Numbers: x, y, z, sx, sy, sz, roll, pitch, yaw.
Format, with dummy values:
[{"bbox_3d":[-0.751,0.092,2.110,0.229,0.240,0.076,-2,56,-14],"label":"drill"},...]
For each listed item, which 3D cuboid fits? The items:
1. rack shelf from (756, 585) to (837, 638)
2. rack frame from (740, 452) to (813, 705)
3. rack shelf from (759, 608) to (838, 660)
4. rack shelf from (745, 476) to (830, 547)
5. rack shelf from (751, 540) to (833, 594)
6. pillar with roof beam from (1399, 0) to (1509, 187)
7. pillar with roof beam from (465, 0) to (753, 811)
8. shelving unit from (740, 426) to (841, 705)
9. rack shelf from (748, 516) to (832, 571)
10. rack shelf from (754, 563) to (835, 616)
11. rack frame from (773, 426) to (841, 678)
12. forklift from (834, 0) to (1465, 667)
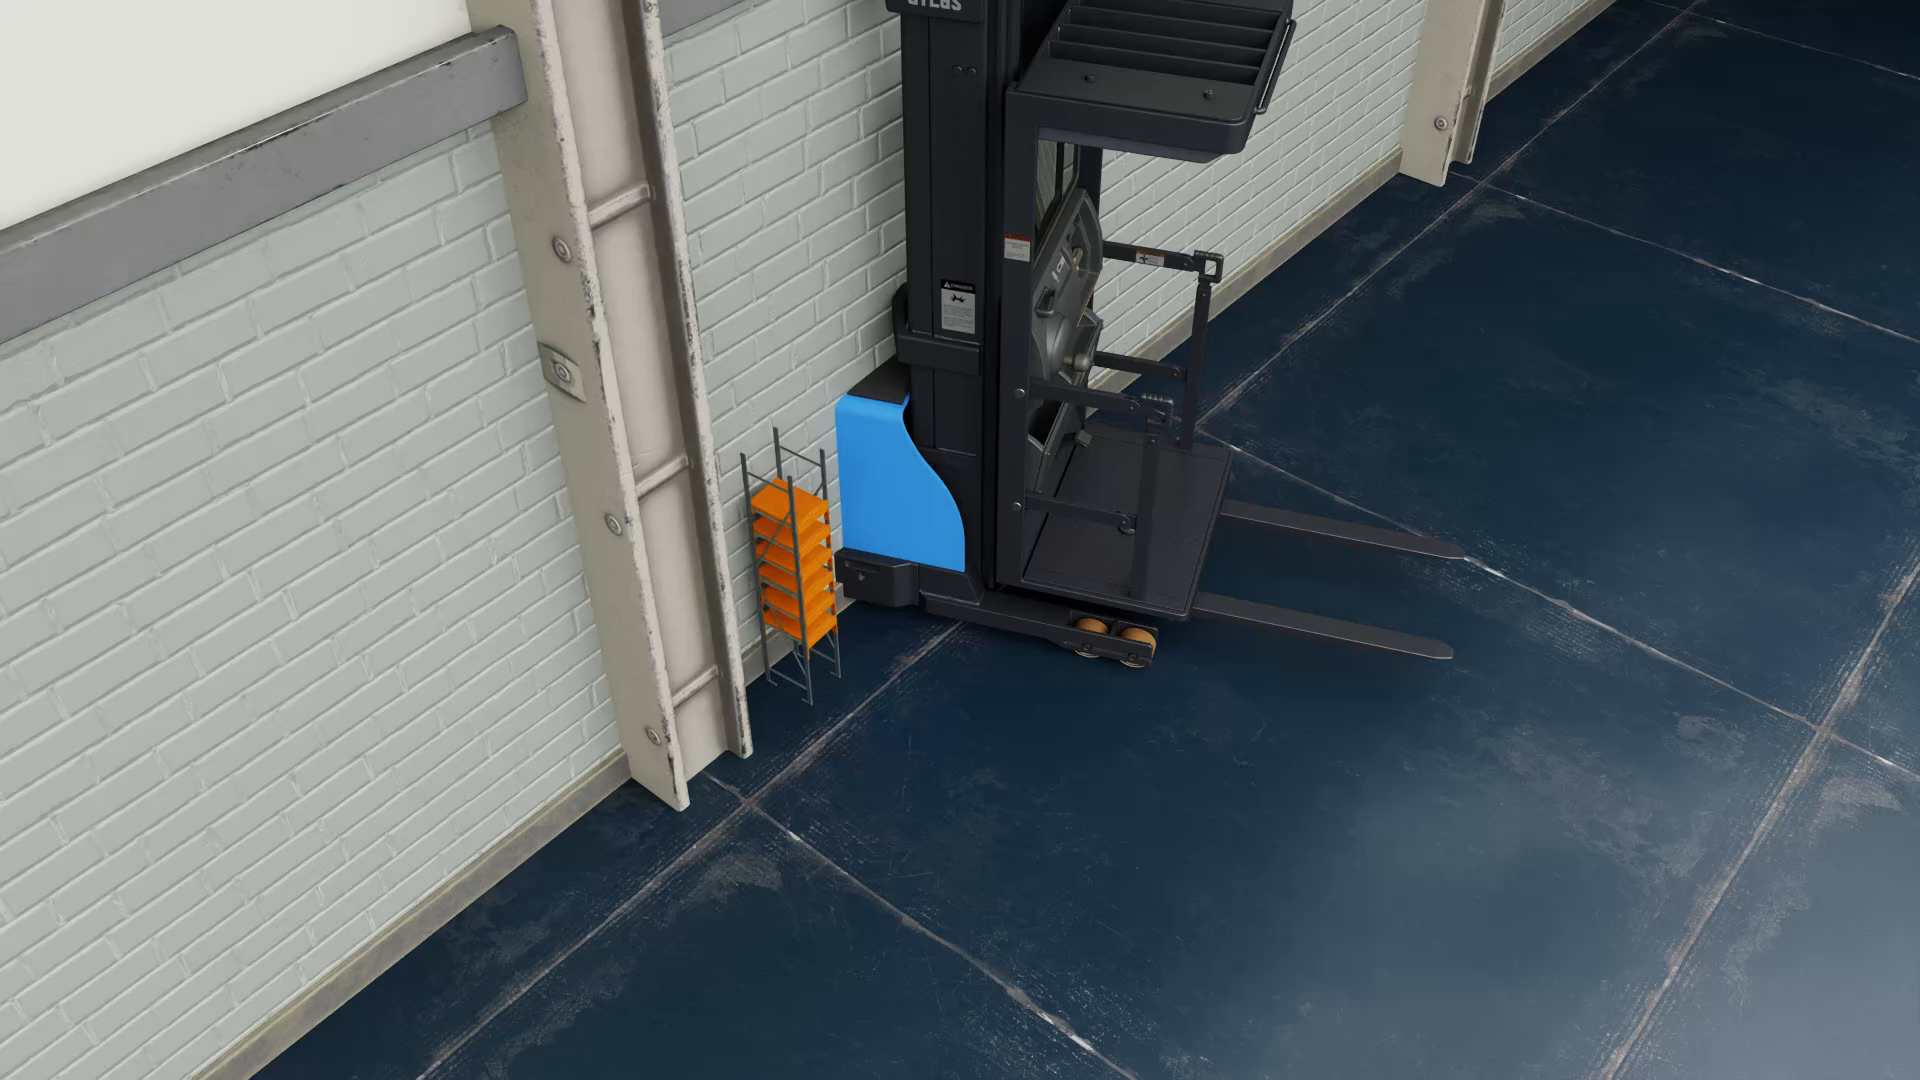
[{"bbox_3d":[-0.641,0.246,6.514,0.258,0.103,0.180,25,48,25],"label":"rack shelf"},{"bbox_3d":[-0.694,0.175,6.348,0.240,1.200,0.006,25,48,25],"label":"rack frame"},{"bbox_3d":[-0.641,0.335,6.595,0.258,0.103,0.180,25,48,25],"label":"rack shelf"},{"bbox_3d":[-0.641,-0.109,6.191,0.258,0.103,0.180,25,48,25],"label":"rack shelf"},{"bbox_3d":[-0.641,0.069,6.352,0.258,0.103,0.180,25,48,25],"label":"rack shelf"},{"bbox_3d":[6.105,-3.692,4.804,9.100,9.000,0.400,29,50,28],"label":"pillar with roof beam"},{"bbox_3d":[2.244,-0.603,1.406,9.100,9.000,0.400,29,50,28],"label":"pillar with roof beam"},{"bbox_3d":[-0.641,0.125,6.403,0.258,1.200,0.189,25,48,25],"label":"shelving unit"},{"bbox_3d":[-0.641,-0.020,6.272,0.258,0.103,0.180,25,48,25],"label":"rack shelf"},{"bbox_3d":[-0.641,0.158,6.433,0.258,0.103,0.180,25,48,25],"label":"rack shelf"},{"bbox_3d":[-0.588,0.074,6.458,0.240,1.200,0.006,25,48,25],"label":"rack frame"},{"bbox_3d":[0.599,-0.961,6.311,3.031,2.935,1.130,12,44,12],"label":"forklift"}]
